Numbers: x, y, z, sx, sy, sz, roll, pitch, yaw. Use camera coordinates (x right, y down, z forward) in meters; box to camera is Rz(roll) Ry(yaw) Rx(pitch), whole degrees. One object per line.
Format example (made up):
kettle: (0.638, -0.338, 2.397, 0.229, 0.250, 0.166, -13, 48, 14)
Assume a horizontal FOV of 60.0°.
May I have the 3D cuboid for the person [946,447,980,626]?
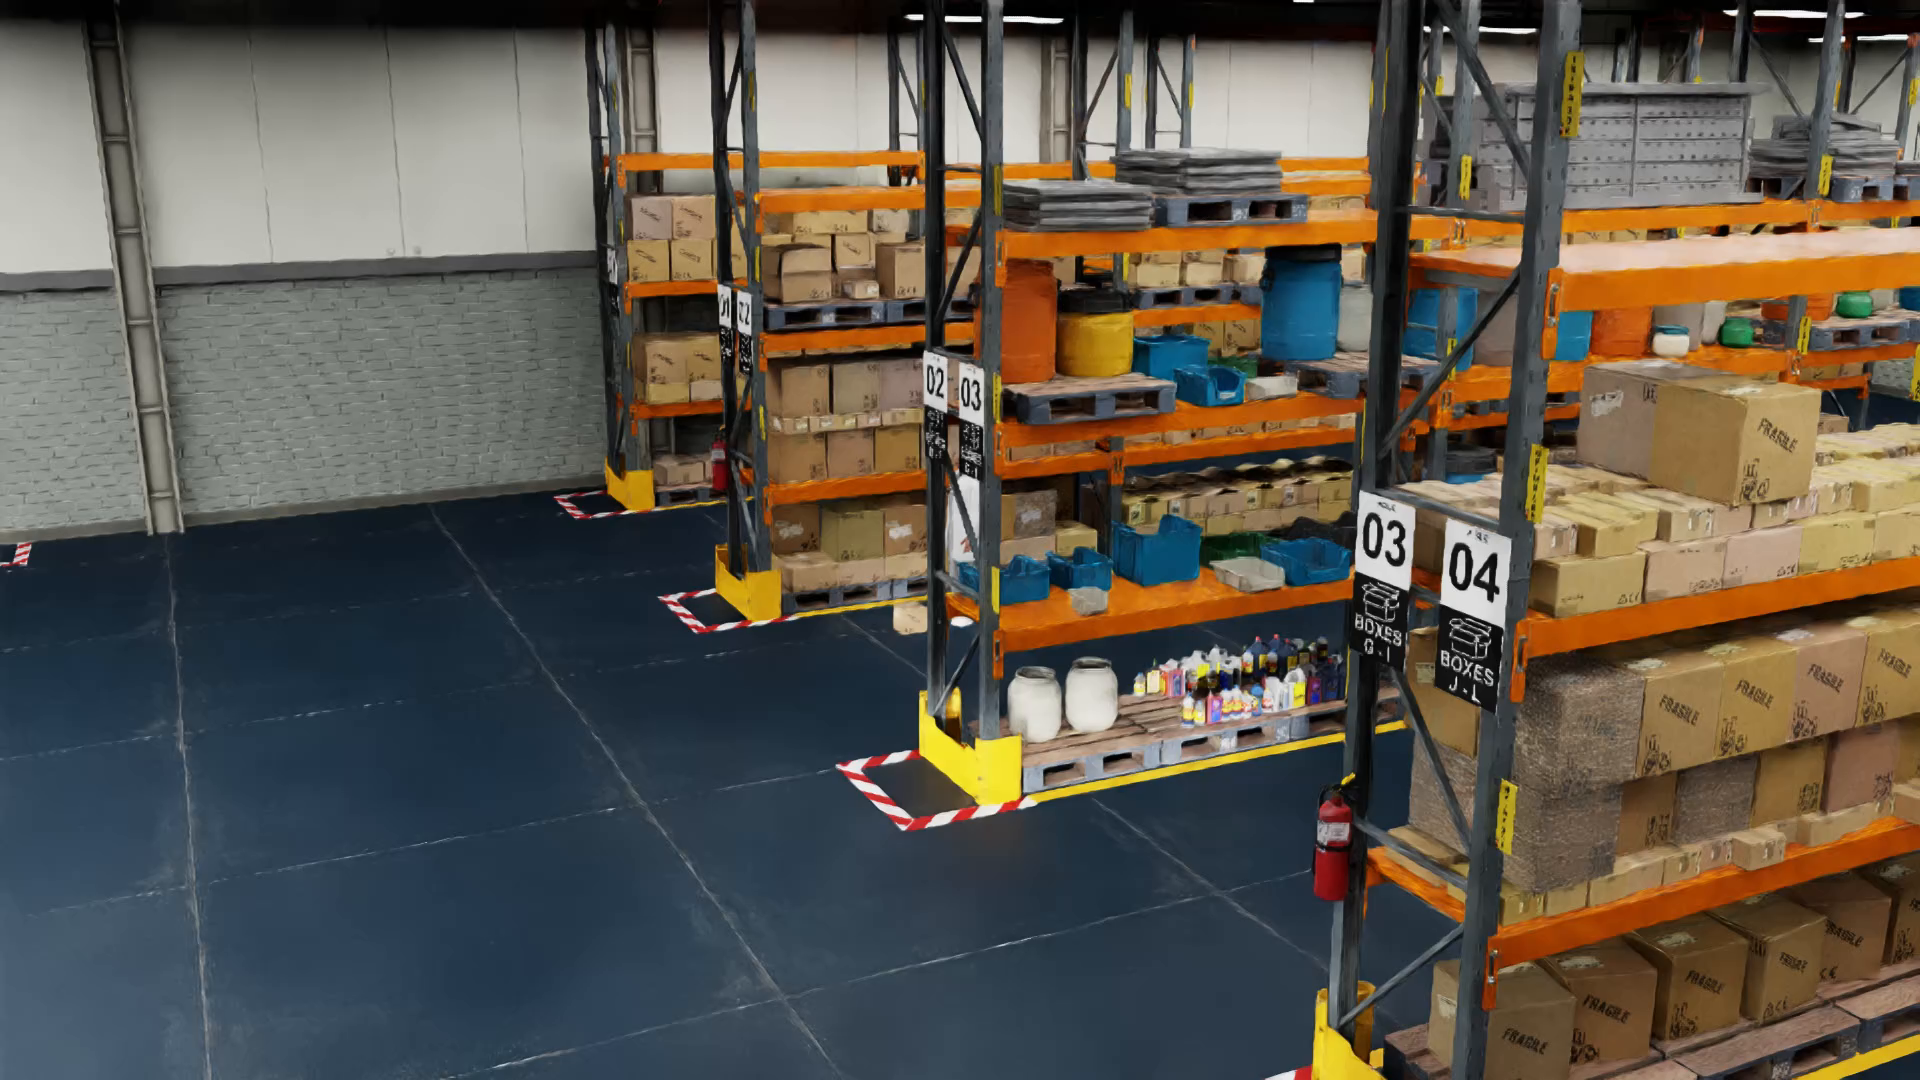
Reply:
person: (0.035, 0.034, 16.180, 0.376, 1.574, 0.562, -7, 16, -24)
